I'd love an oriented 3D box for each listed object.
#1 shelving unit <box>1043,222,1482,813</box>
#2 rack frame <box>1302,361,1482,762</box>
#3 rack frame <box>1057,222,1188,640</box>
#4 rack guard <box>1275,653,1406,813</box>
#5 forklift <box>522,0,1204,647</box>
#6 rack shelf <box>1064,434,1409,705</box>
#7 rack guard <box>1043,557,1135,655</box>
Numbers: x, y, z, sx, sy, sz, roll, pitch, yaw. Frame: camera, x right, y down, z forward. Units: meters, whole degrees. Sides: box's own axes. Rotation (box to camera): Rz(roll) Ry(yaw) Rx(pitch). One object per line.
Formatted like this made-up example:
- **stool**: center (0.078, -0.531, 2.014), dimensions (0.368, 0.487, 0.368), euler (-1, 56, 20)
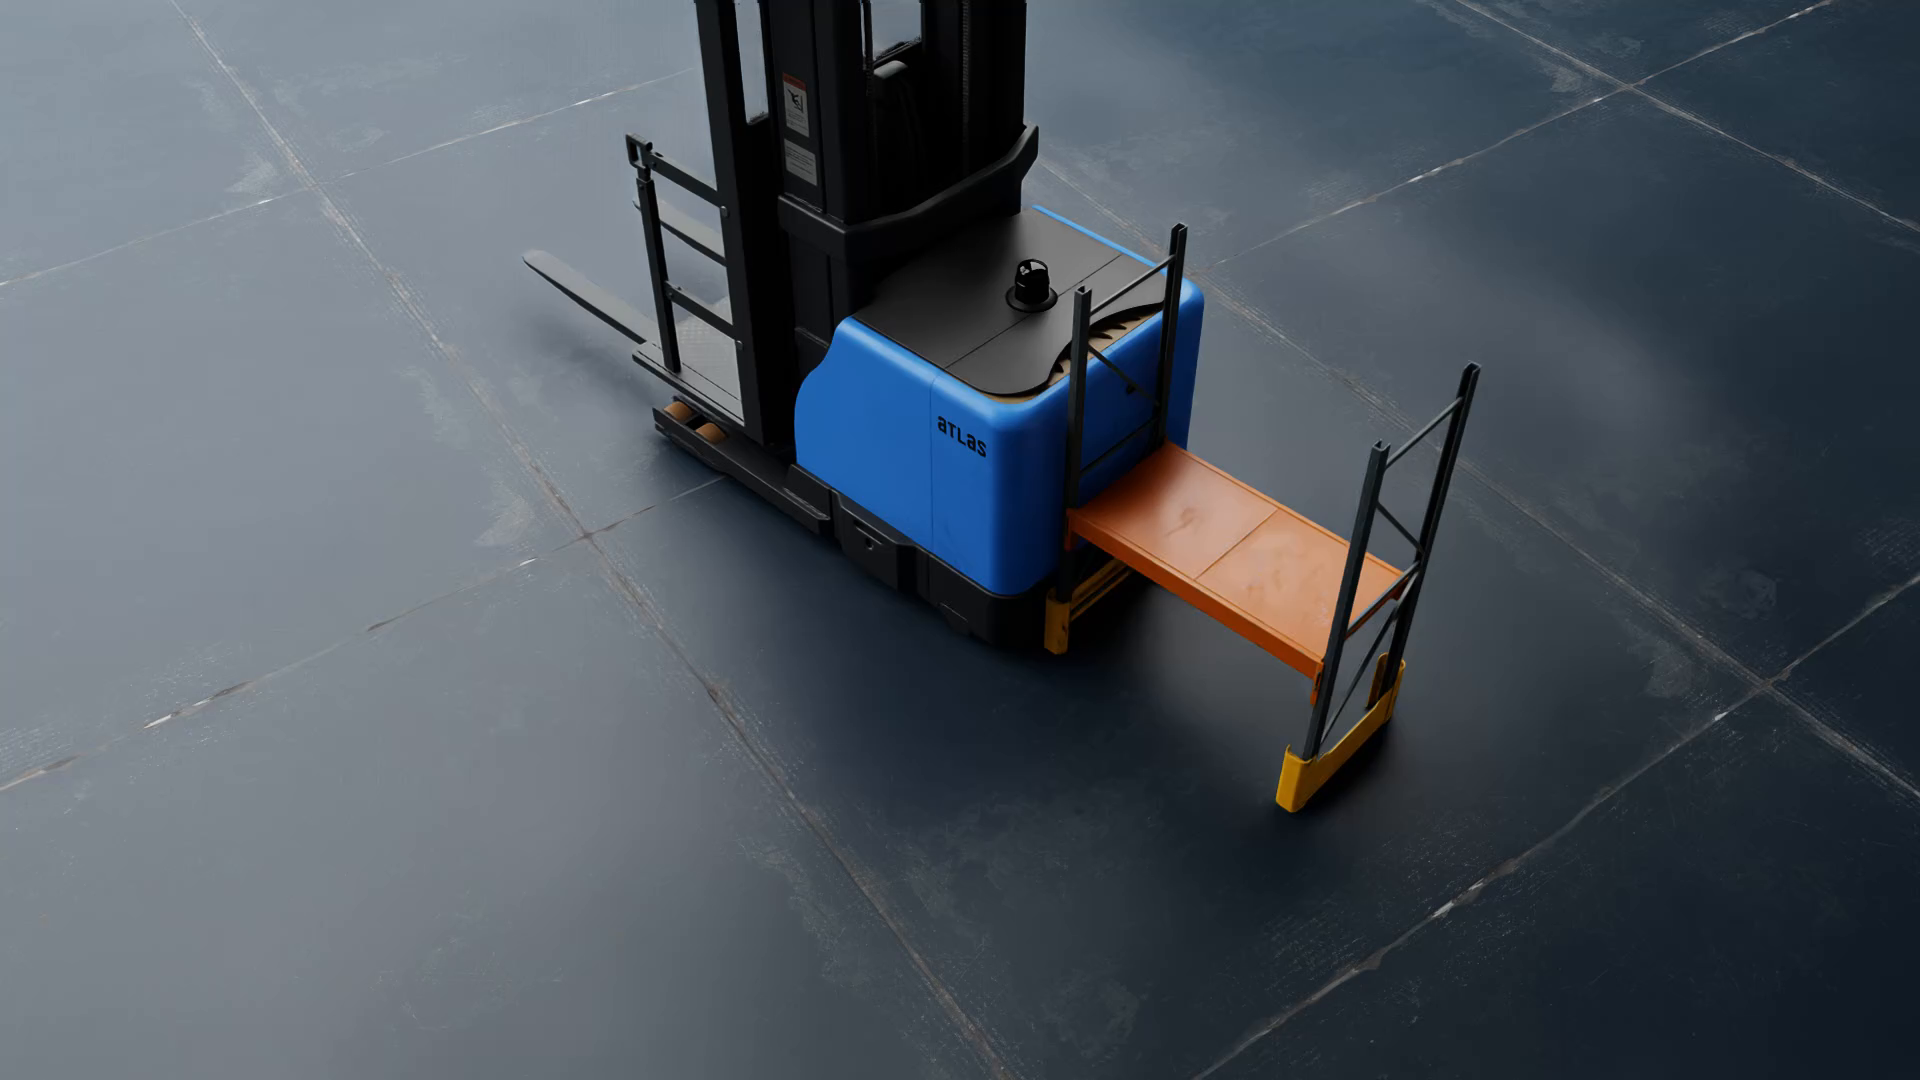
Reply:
- **shelving unit**: center (0.879, -0.064, 5.231), dimensions (1.083, 1.500, 0.587), euler (33, 53, 30)
- **rack frame**: center (1.255, 0.181, 4.975), dimensions (0.032, 1.500, 0.500), euler (33, 53, 30)
- **rack frame**: center (0.516, -0.301, 5.479), dimensions (0.032, 1.500, 0.500), euler (33, 53, 30)
- **rack guard**: center (1.241, 0.624, 5.416), dimensions (0.087, 0.250, 0.587), euler (33, 53, 30)
- **forklift**: center (-0.576, -1.587, 5.790), dimensions (3.031, 2.935, 1.130), euler (33, 53, 30)
- **rack shelf**: center (0.885, 0.070, 5.351), dimensions (1.000, 0.185, 0.538), euler (33, 53, 30)
- **rack guard**: center (0.517, 0.152, 5.910), dimensions (0.087, 0.250, 0.587), euler (33, 53, 30)
